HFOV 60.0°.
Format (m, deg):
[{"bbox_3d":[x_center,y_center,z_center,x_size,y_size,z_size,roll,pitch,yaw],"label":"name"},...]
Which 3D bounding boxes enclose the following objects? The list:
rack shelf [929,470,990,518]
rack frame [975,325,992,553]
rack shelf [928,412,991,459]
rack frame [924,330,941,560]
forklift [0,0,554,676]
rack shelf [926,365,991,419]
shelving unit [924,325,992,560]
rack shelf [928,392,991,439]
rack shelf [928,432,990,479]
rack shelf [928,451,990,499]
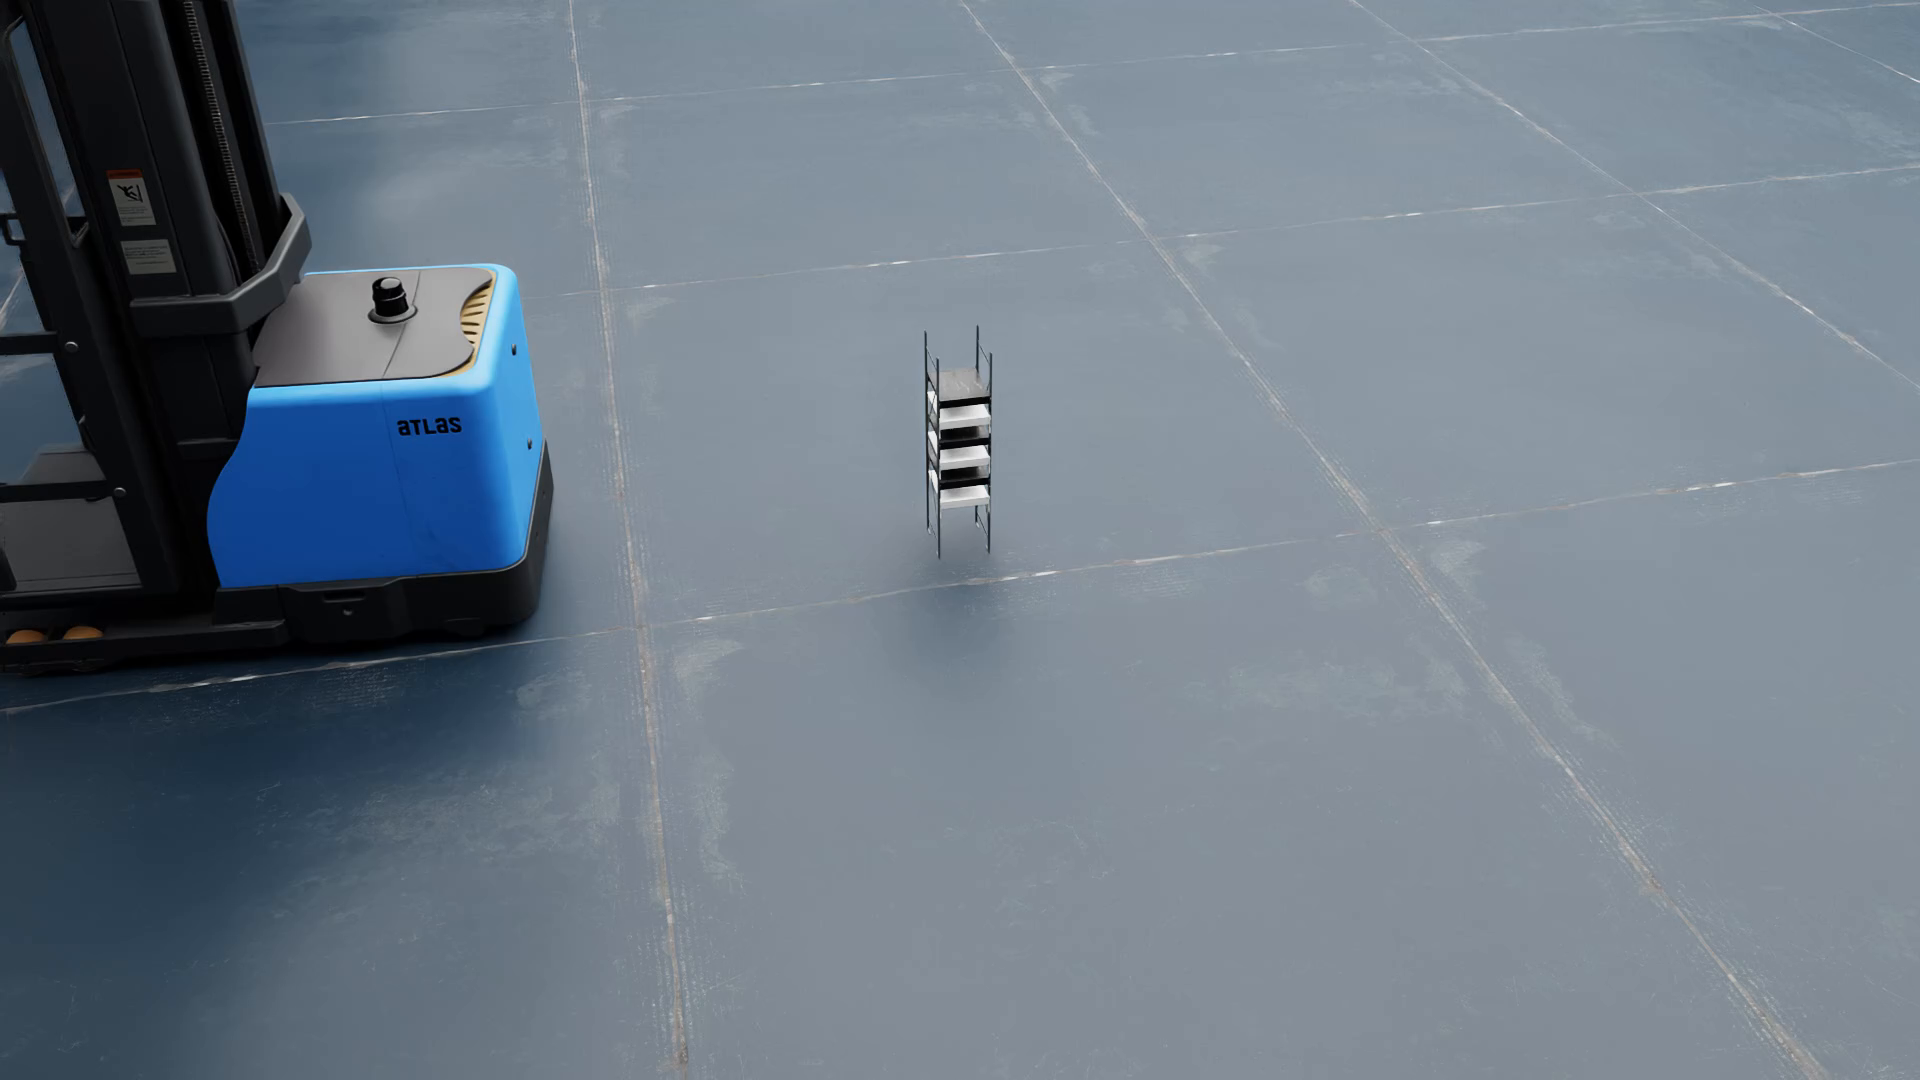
[{"bbox_3d":[-0.008,-0.196,6.617,0.200,0.077,0.258,-7,35,-11],"label":"rack shelf"},{"bbox_3d":[0.091,-0.385,6.516,0.006,0.900,0.240,-7,35,-11],"label":"rack frame"},{"bbox_3d":[-0.008,-0.420,6.466,0.200,0.077,0.258,-7,35,-11],"label":"rack shelf"},{"bbox_3d":[-0.107,-0.360,6.479,0.006,0.900,0.240,-7,35,-11],"label":"rack frame"},{"bbox_3d":[-3.147,-1.038,5.666,3.031,2.935,1.130,-4,34,-6],"label":"forklift"},{"bbox_3d":[-0.008,-0.569,6.366,0.200,0.077,0.258,-7,35,-11],"label":"rack shelf"},{"bbox_3d":[-0.008,-0.373,6.498,0.210,0.900,0.258,-7,35,-11],"label":"shelving unit"},{"bbox_3d":[-0.008,-0.494,6.416,0.200,0.077,0.258,-7,35,-11],"label":"rack shelf"},{"bbox_3d":[-0.008,-0.345,6.516,0.200,0.077,0.258,-7,35,-11],"label":"rack shelf"},{"bbox_3d":[-0.008,-0.270,6.566,0.200,0.077,0.258,-7,35,-11],"label":"rack shelf"}]
